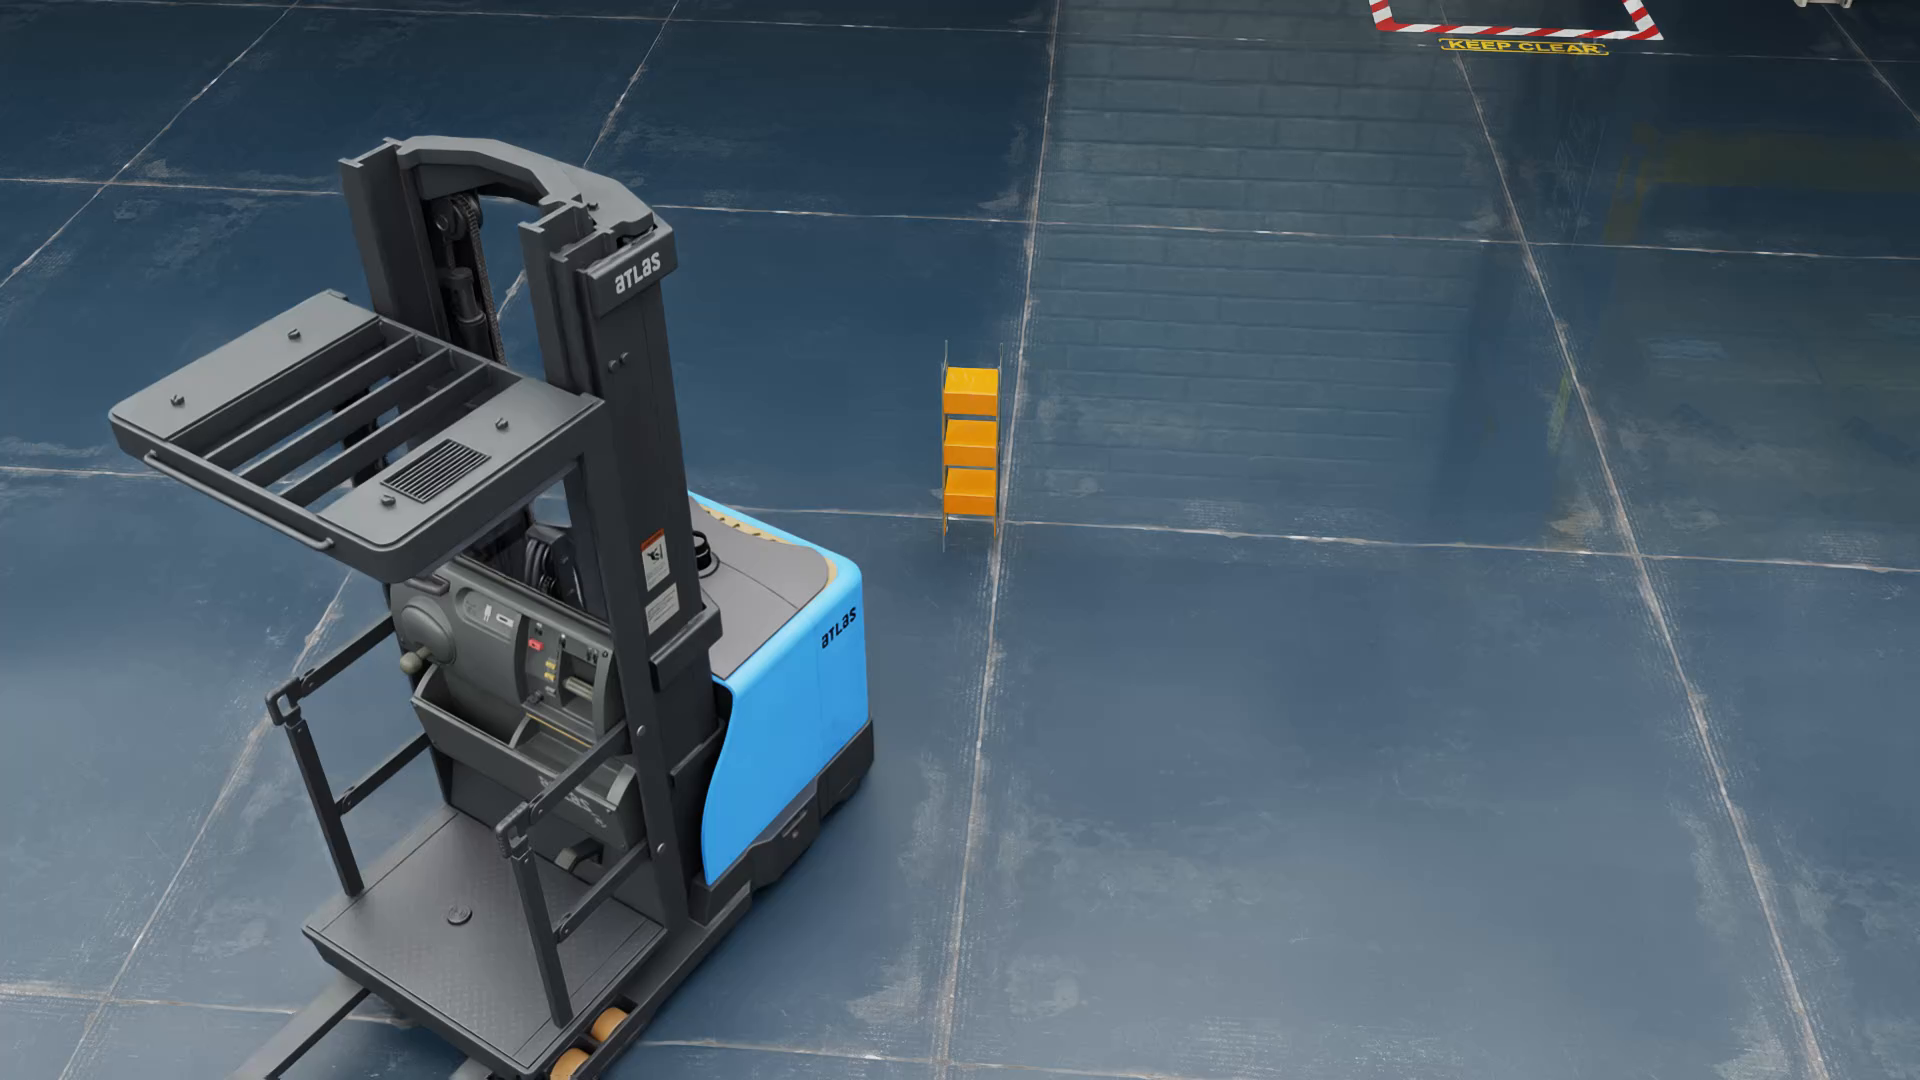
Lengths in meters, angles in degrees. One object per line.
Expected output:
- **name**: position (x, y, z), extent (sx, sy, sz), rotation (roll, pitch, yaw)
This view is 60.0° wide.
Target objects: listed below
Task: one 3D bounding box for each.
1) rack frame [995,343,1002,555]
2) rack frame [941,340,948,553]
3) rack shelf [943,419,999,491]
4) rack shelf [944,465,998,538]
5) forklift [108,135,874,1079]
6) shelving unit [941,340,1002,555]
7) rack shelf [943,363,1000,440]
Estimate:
- **rack frame**: position (0.175, -0.398, 7.577), extent (0.008, 1.050, 0.200), rotation (3, 39, 4)
- **rack frame**: position (-0.068, -0.411, 7.594), extent (0.008, 1.050, 0.200), rotation (3, 39, 4)
- **rack shelf**: position (0.053, -0.396, 7.592), extent (0.240, 0.259, 0.215), rotation (3, 39, 4)
- **rack shelf**: position (0.053, -0.180, 7.768), extent (0.240, 0.259, 0.215), rotation (3, 39, 4)
- **forklift**: position (-1.566, 0.402, 5.105), extent (1.130, 2.935, 3.031), rotation (22, 44, 25)
- **shelving unit**: position (0.053, -0.404, 7.585), extent (0.252, 1.050, 0.215), rotation (3, 39, 4)
- **rack shelf**: position (0.053, -0.616, 7.413), extent (0.240, 0.259, 0.215), rotation (3, 39, 4)
